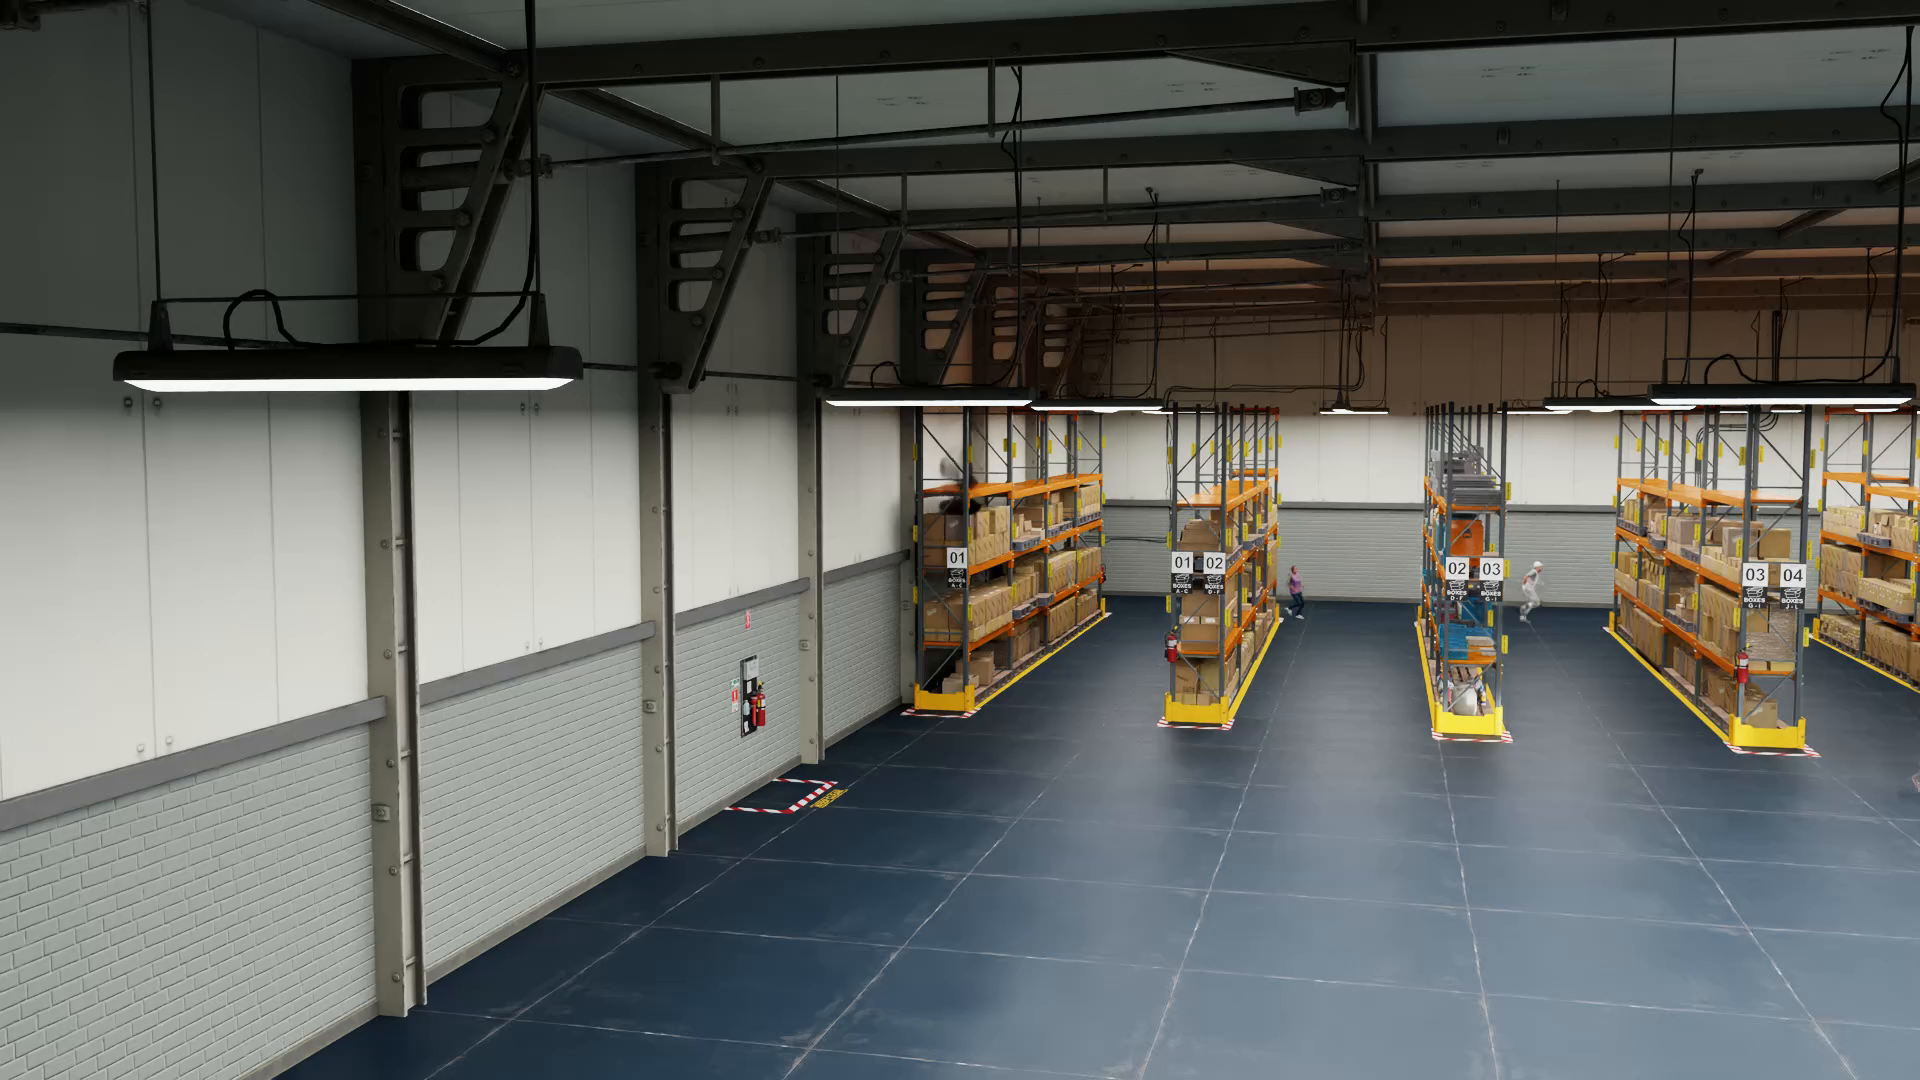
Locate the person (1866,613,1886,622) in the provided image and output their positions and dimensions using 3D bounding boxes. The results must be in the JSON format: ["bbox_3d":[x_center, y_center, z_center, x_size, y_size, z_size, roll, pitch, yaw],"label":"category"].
[{"bbox_3d":[23.900,1.661,43.686,0.642,1.664,0.917,-2,5,-24],"label":"person"}]

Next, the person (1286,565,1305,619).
[{"bbox_3d":[9.520,1.482,47.302,0.540,1.529,0.523,-3,5,-39],"label":"person"}]

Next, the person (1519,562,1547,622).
[{"bbox_3d":[15.985,1.452,46.394,0.721,1.703,0.648,1,4,13],"label":"person"}]

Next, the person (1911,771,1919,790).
[{"bbox_3d":[14.847,3.061,24.925,0.618,1.635,0.958,-3,5,-36],"label":"person"}]
